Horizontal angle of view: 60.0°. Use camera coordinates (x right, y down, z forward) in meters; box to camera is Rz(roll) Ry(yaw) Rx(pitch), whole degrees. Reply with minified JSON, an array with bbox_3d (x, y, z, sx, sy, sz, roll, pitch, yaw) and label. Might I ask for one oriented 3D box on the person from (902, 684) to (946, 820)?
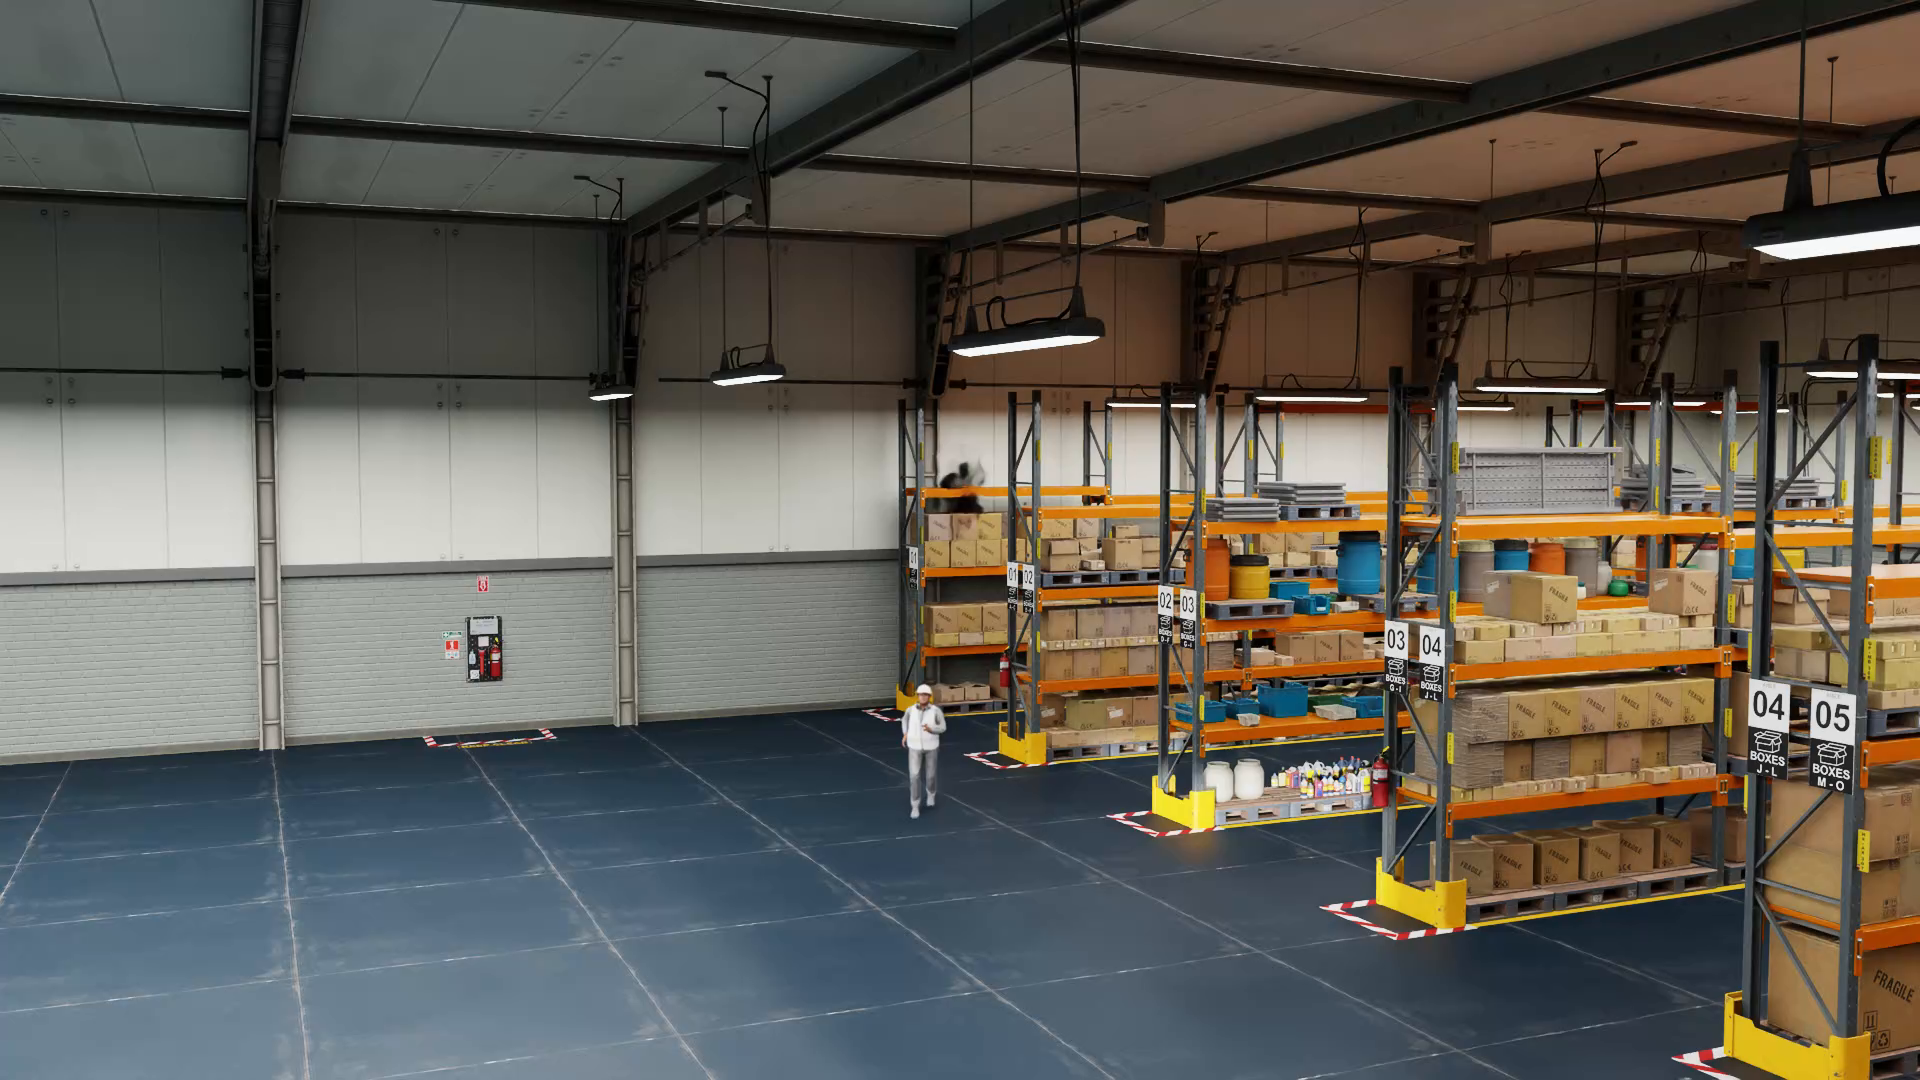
[{"bbox_3d":[-0.507,2.909,23.148,0.641,1.809,0.868,0,3,3],"label":"person"}]
